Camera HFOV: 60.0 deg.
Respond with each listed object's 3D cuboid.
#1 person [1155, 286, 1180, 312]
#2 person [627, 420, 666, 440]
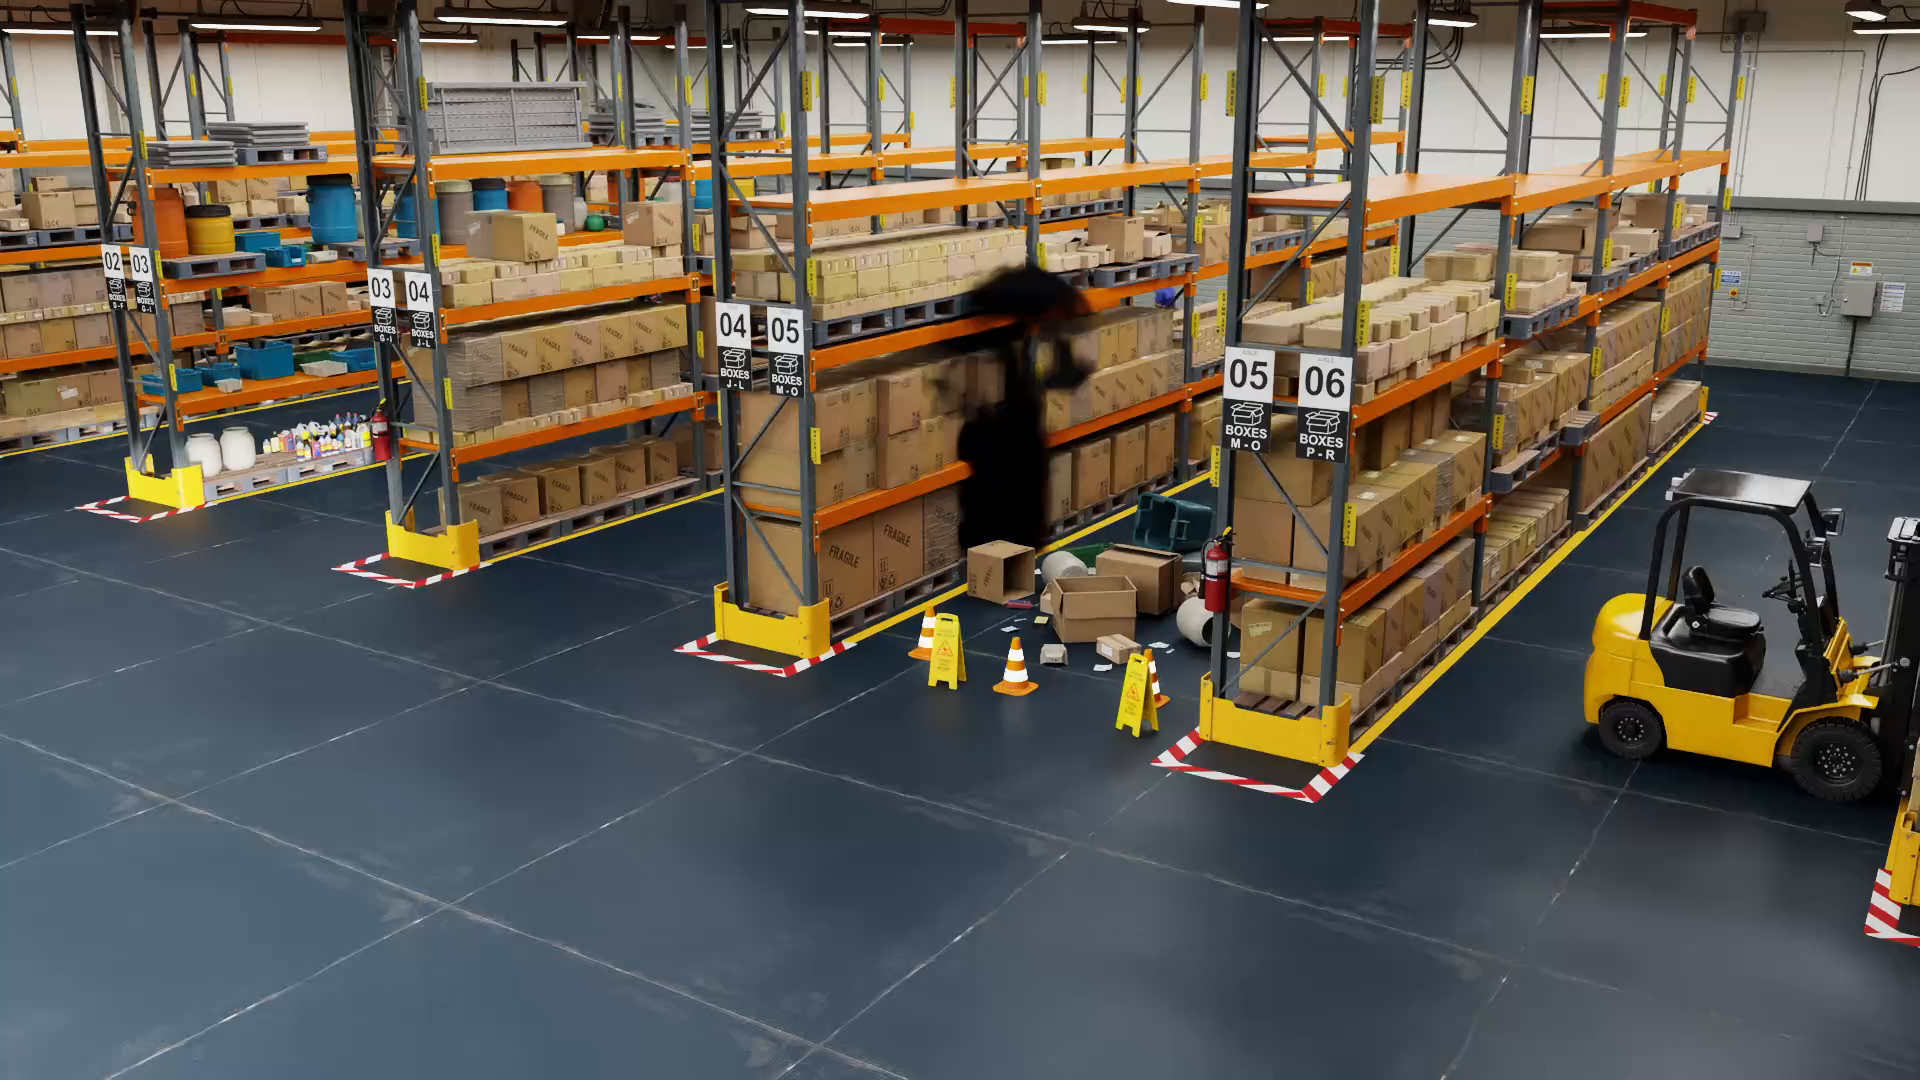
[{"bbox_3d":[3.884,-4.196,31.294,0.584,1.663,0.732,-10,18,-31],"label":"person"},{"bbox_3d":[-4.485,-2.000,23.240,0.622,1.695,0.846,8,18,28],"label":"person"}]
